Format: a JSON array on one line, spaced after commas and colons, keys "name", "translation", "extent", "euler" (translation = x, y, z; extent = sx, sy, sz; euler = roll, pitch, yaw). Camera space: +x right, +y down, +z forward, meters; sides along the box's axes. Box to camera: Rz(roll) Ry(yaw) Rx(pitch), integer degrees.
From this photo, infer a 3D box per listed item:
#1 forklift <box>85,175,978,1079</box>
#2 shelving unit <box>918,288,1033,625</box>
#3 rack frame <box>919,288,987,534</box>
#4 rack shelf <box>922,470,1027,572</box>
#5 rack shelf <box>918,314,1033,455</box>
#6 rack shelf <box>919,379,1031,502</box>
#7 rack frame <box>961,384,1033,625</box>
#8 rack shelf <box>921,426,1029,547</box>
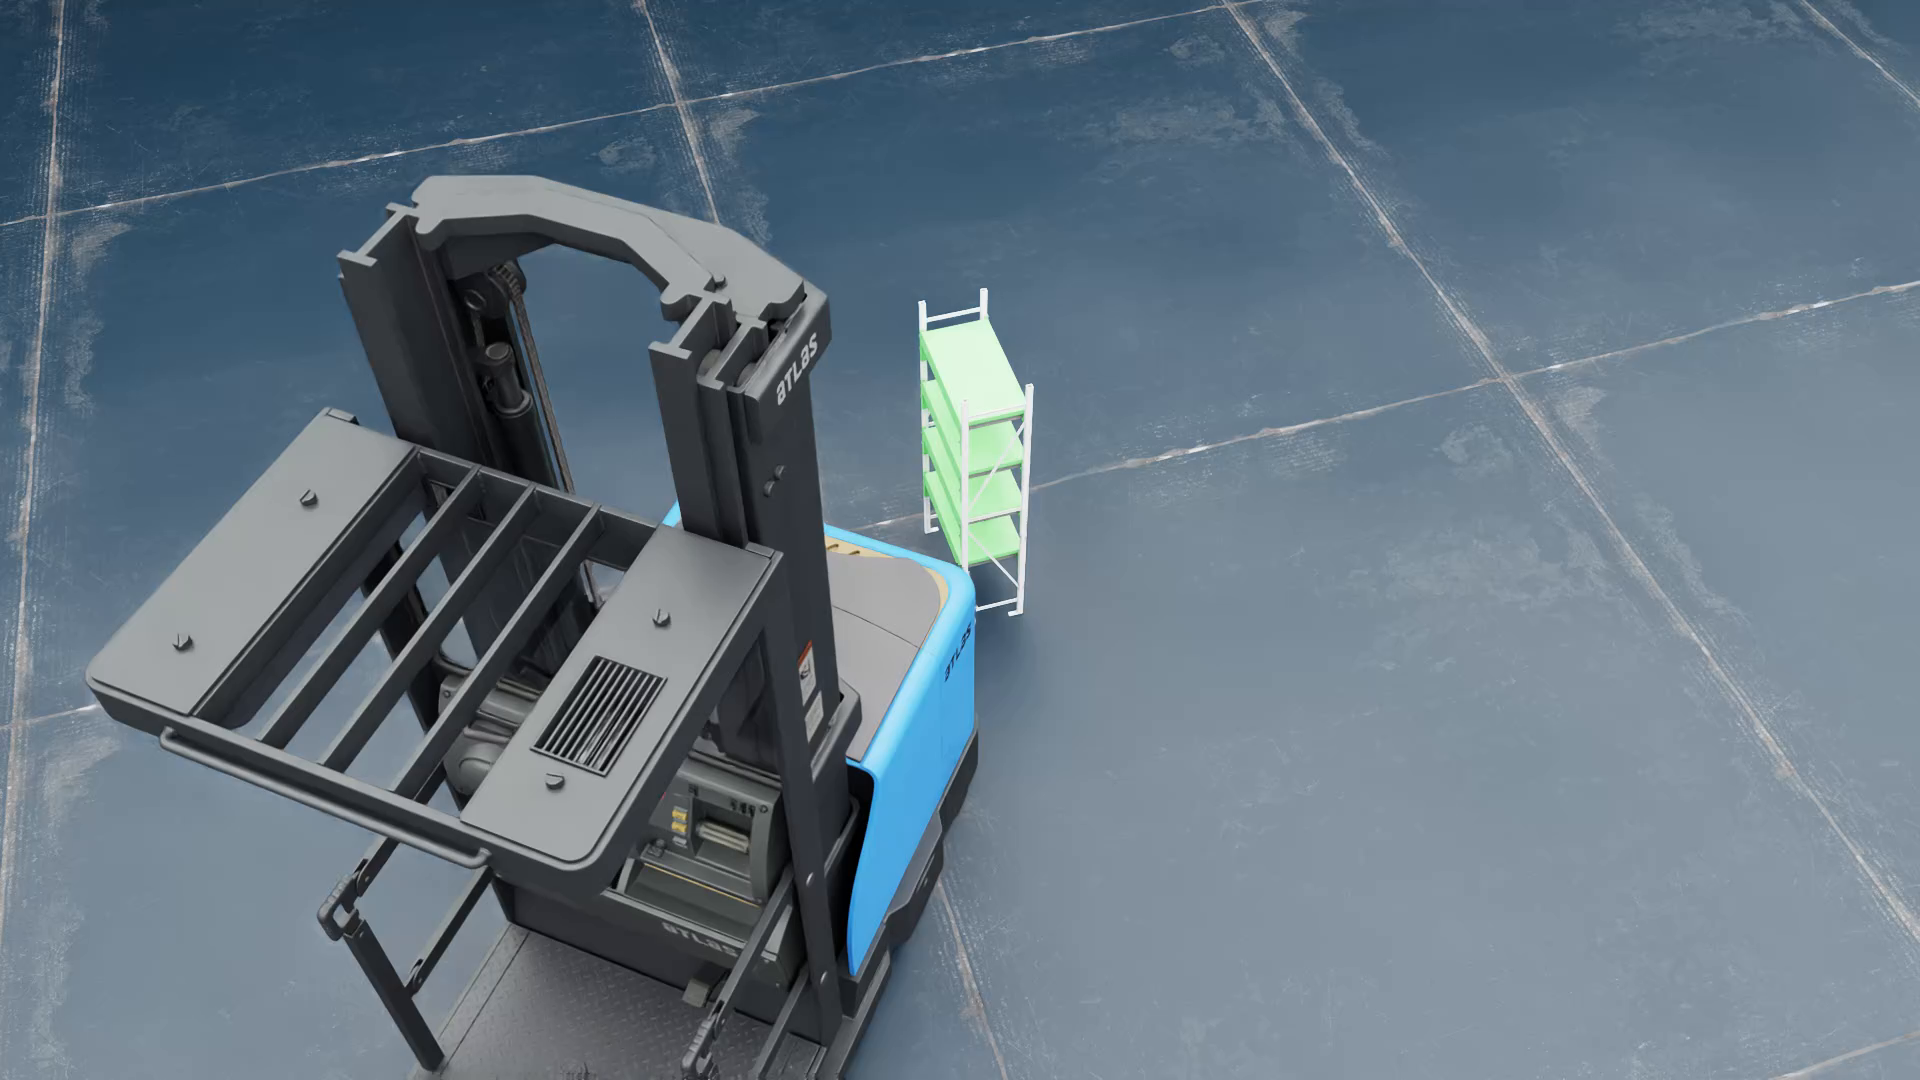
[{"name": "forklift", "translation": [-0.961, 0.748, 3.992], "extent": [1.130, 2.935, 3.031], "euler": [17, 52, 14]}, {"name": "shelving unit", "translation": [0.049, -0.266, 5.979], "extent": [0.258, 1.200, 0.503], "euler": [-13, 51, -11]}, {"name": "rack frame", "translation": [-0.023, -0.444, 6.129], "extent": [0.240, 1.200, 0.015], "euler": [-13, 51, -11]}, {"name": "rack shelf", "translation": [0.049, -0.070, 6.211], "extent": [0.258, 0.148, 0.480], "euler": [-13, 51, -11]}, {"name": "rack shelf", "translation": [0.049, -0.534, 5.661], "extent": [0.258, 0.148, 0.480], "euler": [-13, 51, -11]}, {"name": "rack shelf", "translation": [0.049, -0.379, 5.844], "extent": [0.258, 0.148, 0.480], "euler": [-13, 51, -11]}, {"name": "rack frame", "translation": [0.121, -0.088, 5.829], "extent": [0.240, 1.200, 0.015], "euler": [-13, 51, -11]}, {"name": "rack shelf", "translation": [0.049, -0.225, 6.028], "extent": [0.258, 0.148, 0.480], "euler": [-13, 51, -11]}]
